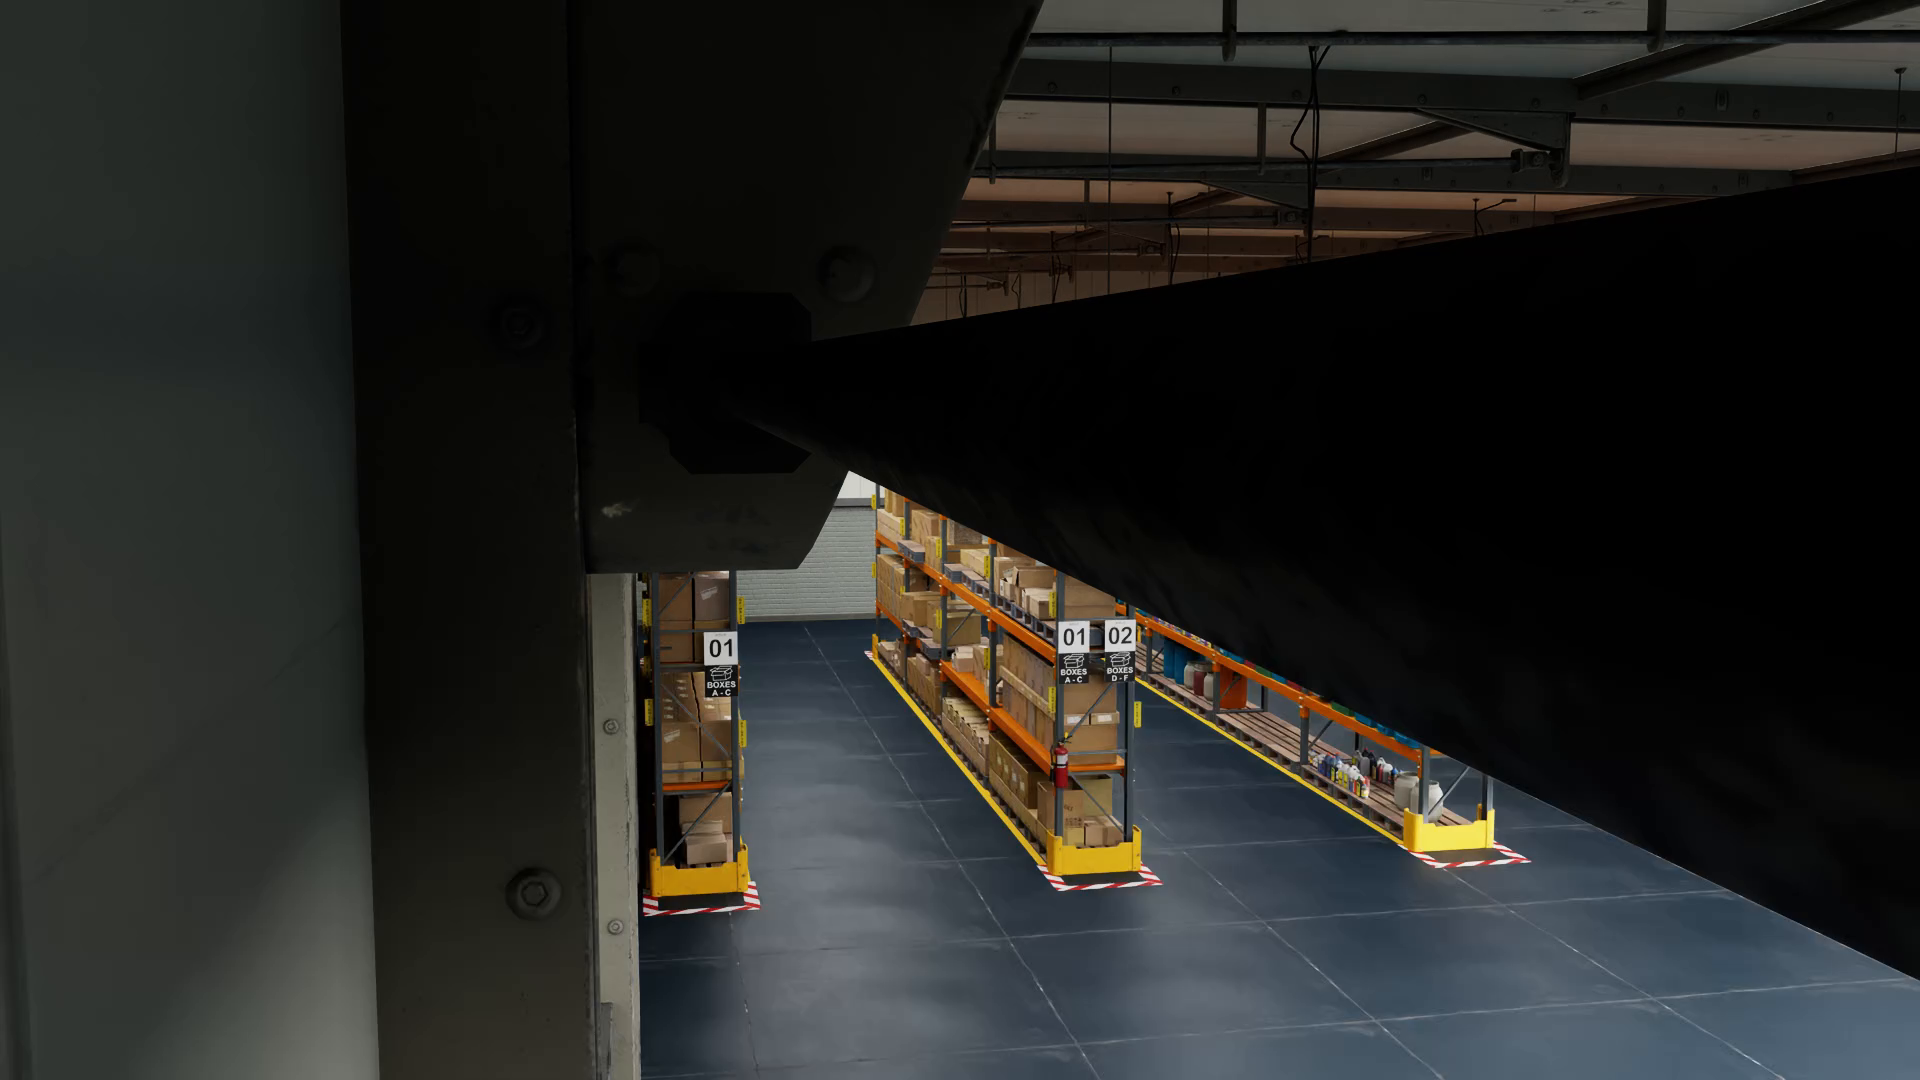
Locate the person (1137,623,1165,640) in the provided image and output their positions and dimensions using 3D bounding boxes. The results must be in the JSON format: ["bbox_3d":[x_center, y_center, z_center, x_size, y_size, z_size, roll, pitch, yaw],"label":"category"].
[{"bbox_3d":[4.650,1.458,38.992,0.632,1.744,0.967,-4,7,-37],"label":"person"}]
